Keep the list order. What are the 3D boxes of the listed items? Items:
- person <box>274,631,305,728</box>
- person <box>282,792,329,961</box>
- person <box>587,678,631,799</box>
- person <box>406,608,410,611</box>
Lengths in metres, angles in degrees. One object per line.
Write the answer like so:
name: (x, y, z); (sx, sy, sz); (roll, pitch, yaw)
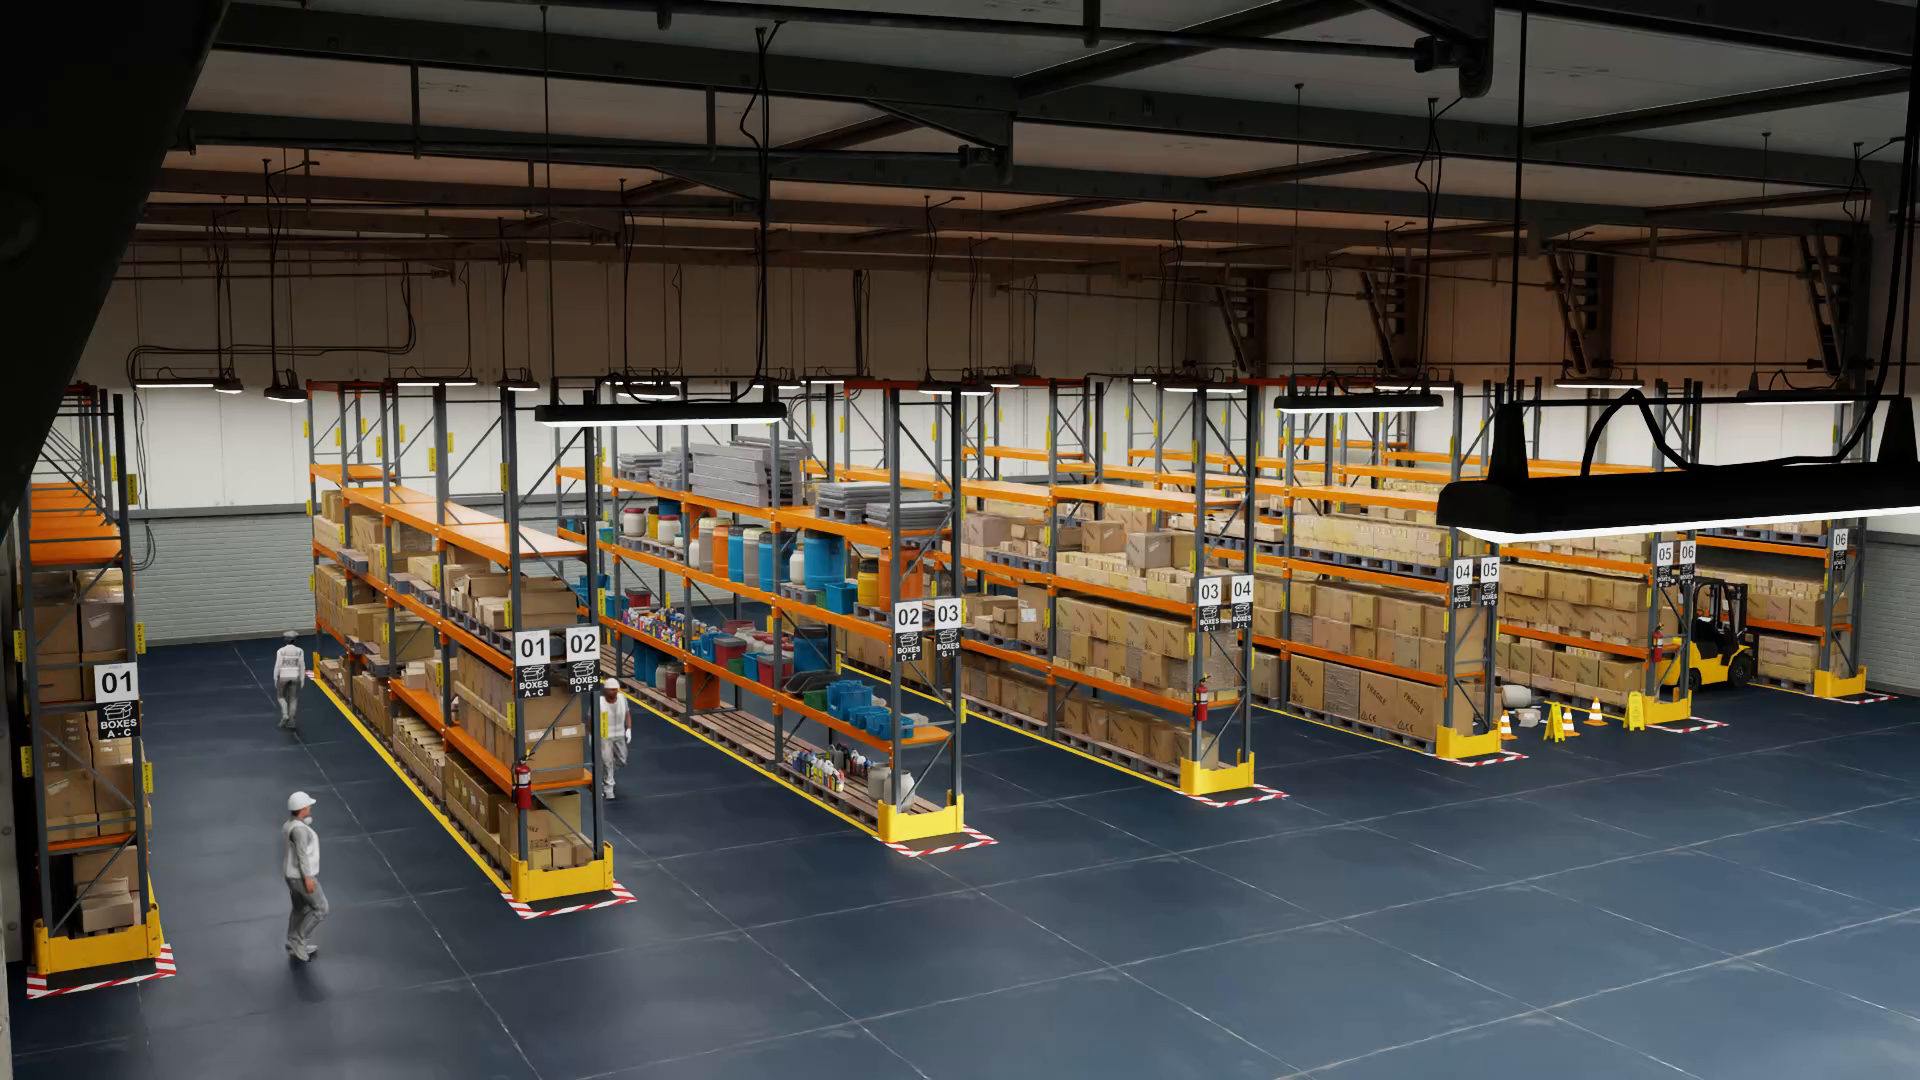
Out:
person: (-11.619, 2.429, 28.839); (0.517, 1.671, 0.434); (-3, 7, -25)
person: (-6.987, 3.557, 17.713); (0.428, 1.781, 0.561); (-3, 7, -27)
person: (-5.168, 2.871, 24.410); (0.640, 1.760, 0.701); (-4, 7, -36)
person: (-11.664, 1.822, 35.135); (0.471, 1.521, 1.009); (-5, 8, -38)
